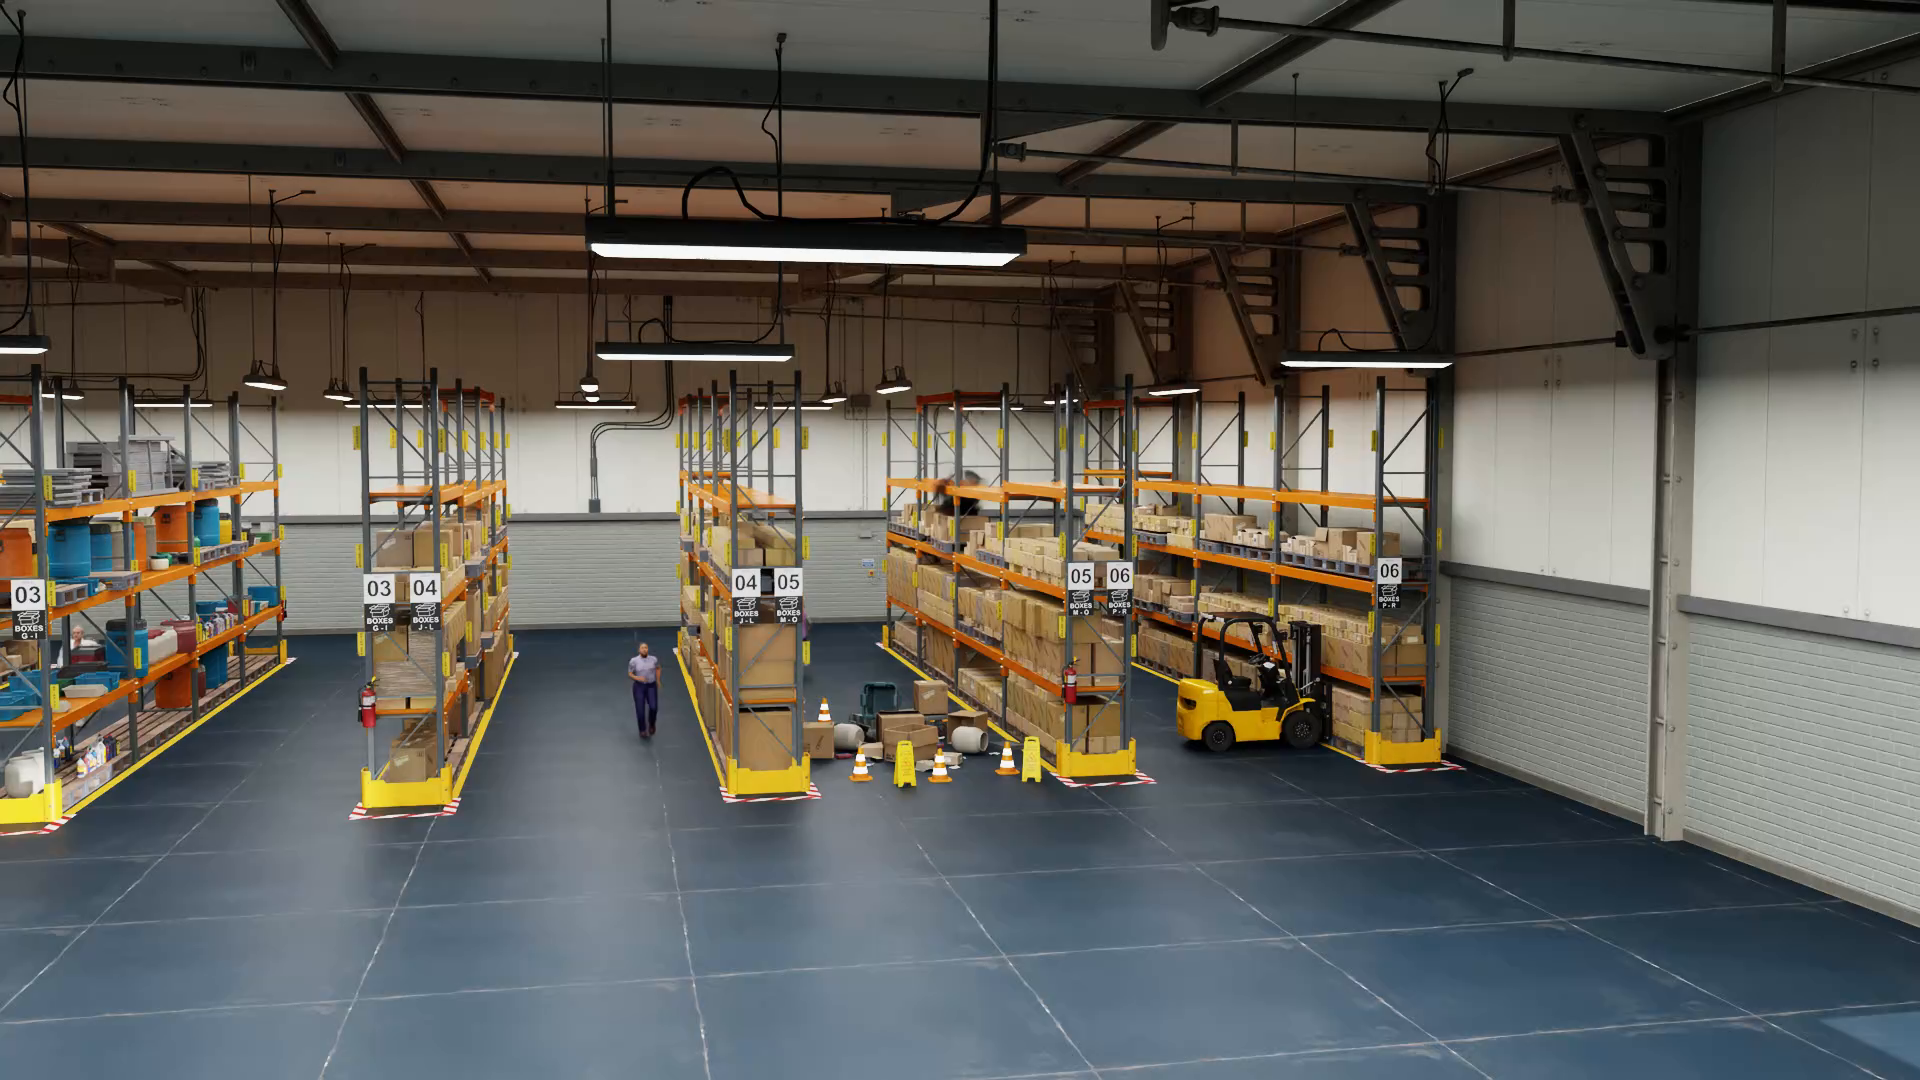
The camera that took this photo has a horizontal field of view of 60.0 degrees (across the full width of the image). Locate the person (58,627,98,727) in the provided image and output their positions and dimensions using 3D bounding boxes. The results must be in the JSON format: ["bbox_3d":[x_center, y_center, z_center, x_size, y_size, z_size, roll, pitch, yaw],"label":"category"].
[{"bbox_3d":[-15.530,2.388,29.373,0.702,1.743,0.846,-1,4,-16],"label":"person"}]

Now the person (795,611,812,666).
[{"bbox_3d":[-3.477,2.095,36.006,0.543,1.559,0.544,-1,4,-19],"label":"person"}]

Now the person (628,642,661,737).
[{"bbox_3d":[-5.290,2.529,27.998,0.581,1.595,0.601,-1,4,-17],"label":"person"}]
